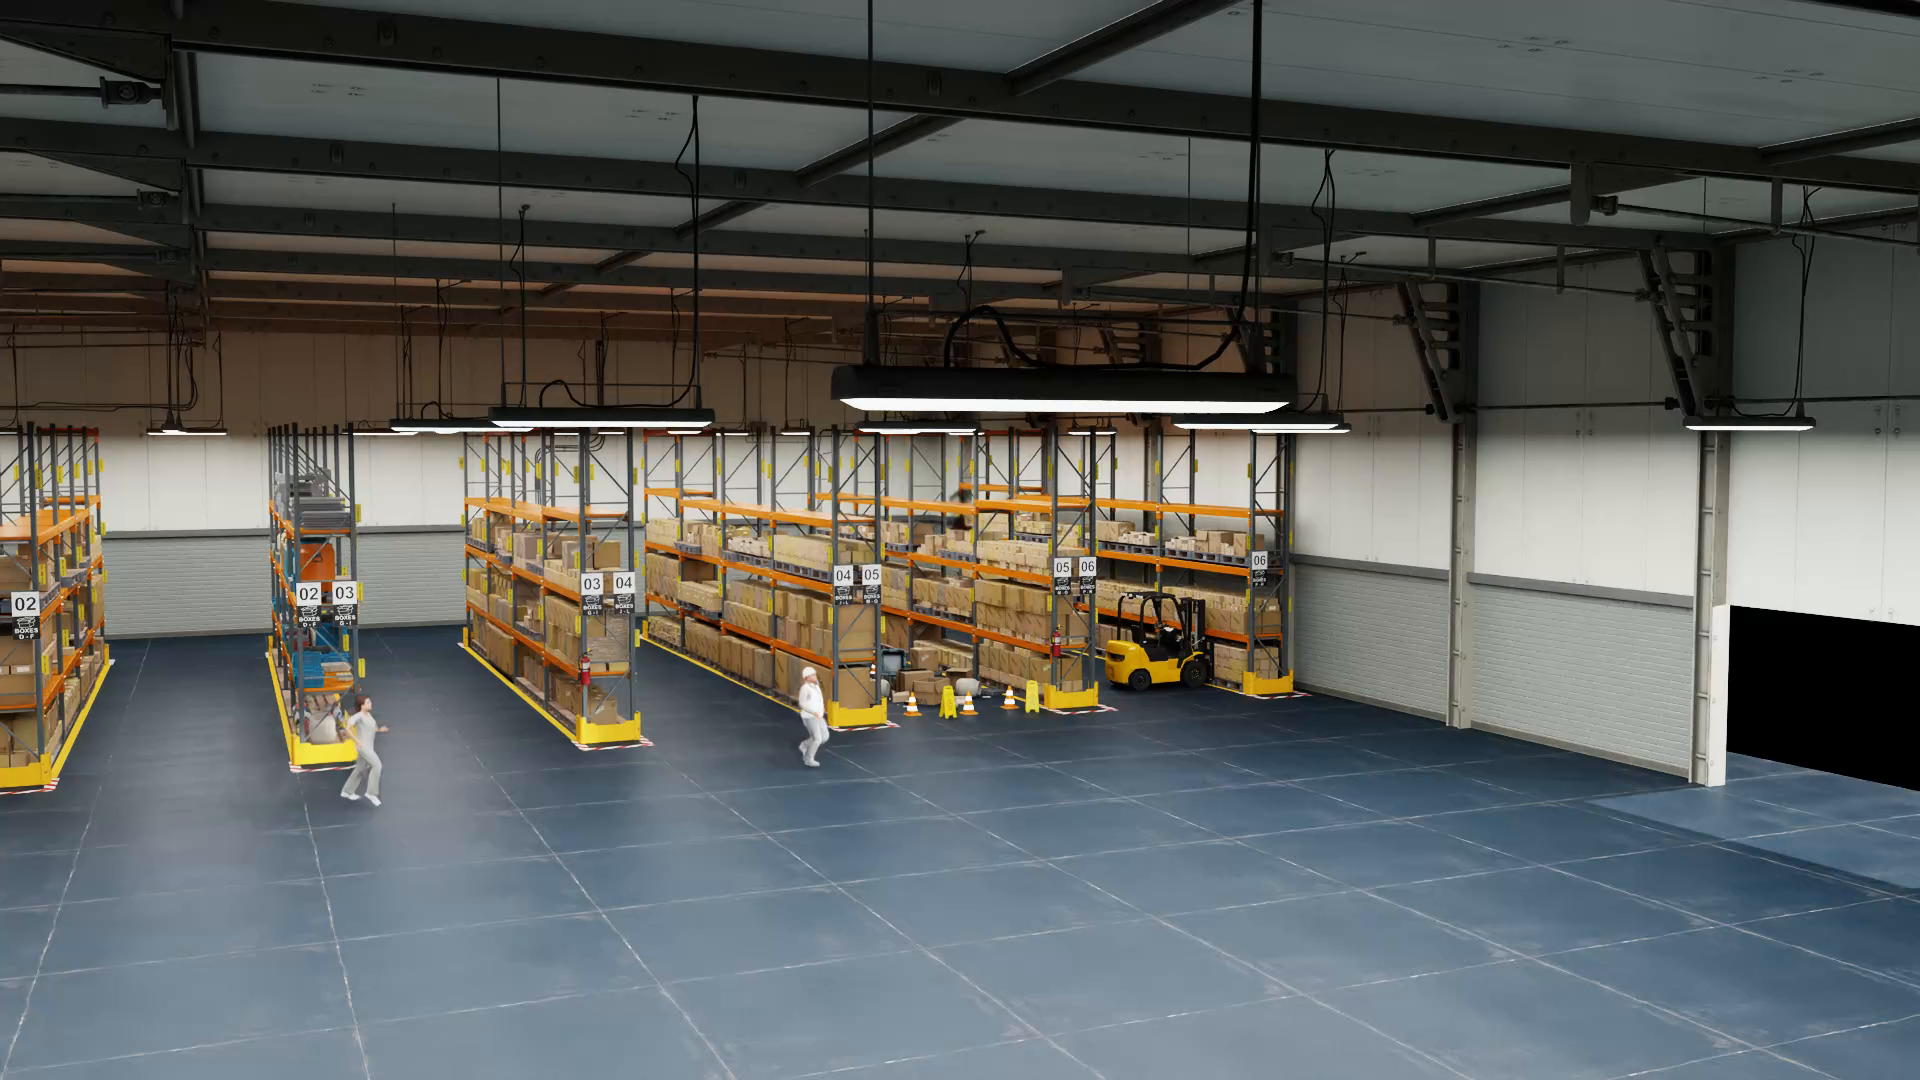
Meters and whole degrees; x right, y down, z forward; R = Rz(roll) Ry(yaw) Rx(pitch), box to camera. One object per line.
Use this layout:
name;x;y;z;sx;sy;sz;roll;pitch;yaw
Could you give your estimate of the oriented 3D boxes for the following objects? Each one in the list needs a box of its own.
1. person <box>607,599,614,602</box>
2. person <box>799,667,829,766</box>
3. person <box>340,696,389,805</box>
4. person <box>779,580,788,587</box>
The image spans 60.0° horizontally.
person;-9.342;2.071;45.269;0.720;1.722;0.837;-1;4;-14
person;-2.588;3.084;29.110;0.528;1.737;0.666;1;4;17
person;-9.343;3.299;26.083;0.732;1.723;0.545;0;3;-5
person;-5.415;1.831;50.901;0.561;1.604;0.623;-1;4;-18
